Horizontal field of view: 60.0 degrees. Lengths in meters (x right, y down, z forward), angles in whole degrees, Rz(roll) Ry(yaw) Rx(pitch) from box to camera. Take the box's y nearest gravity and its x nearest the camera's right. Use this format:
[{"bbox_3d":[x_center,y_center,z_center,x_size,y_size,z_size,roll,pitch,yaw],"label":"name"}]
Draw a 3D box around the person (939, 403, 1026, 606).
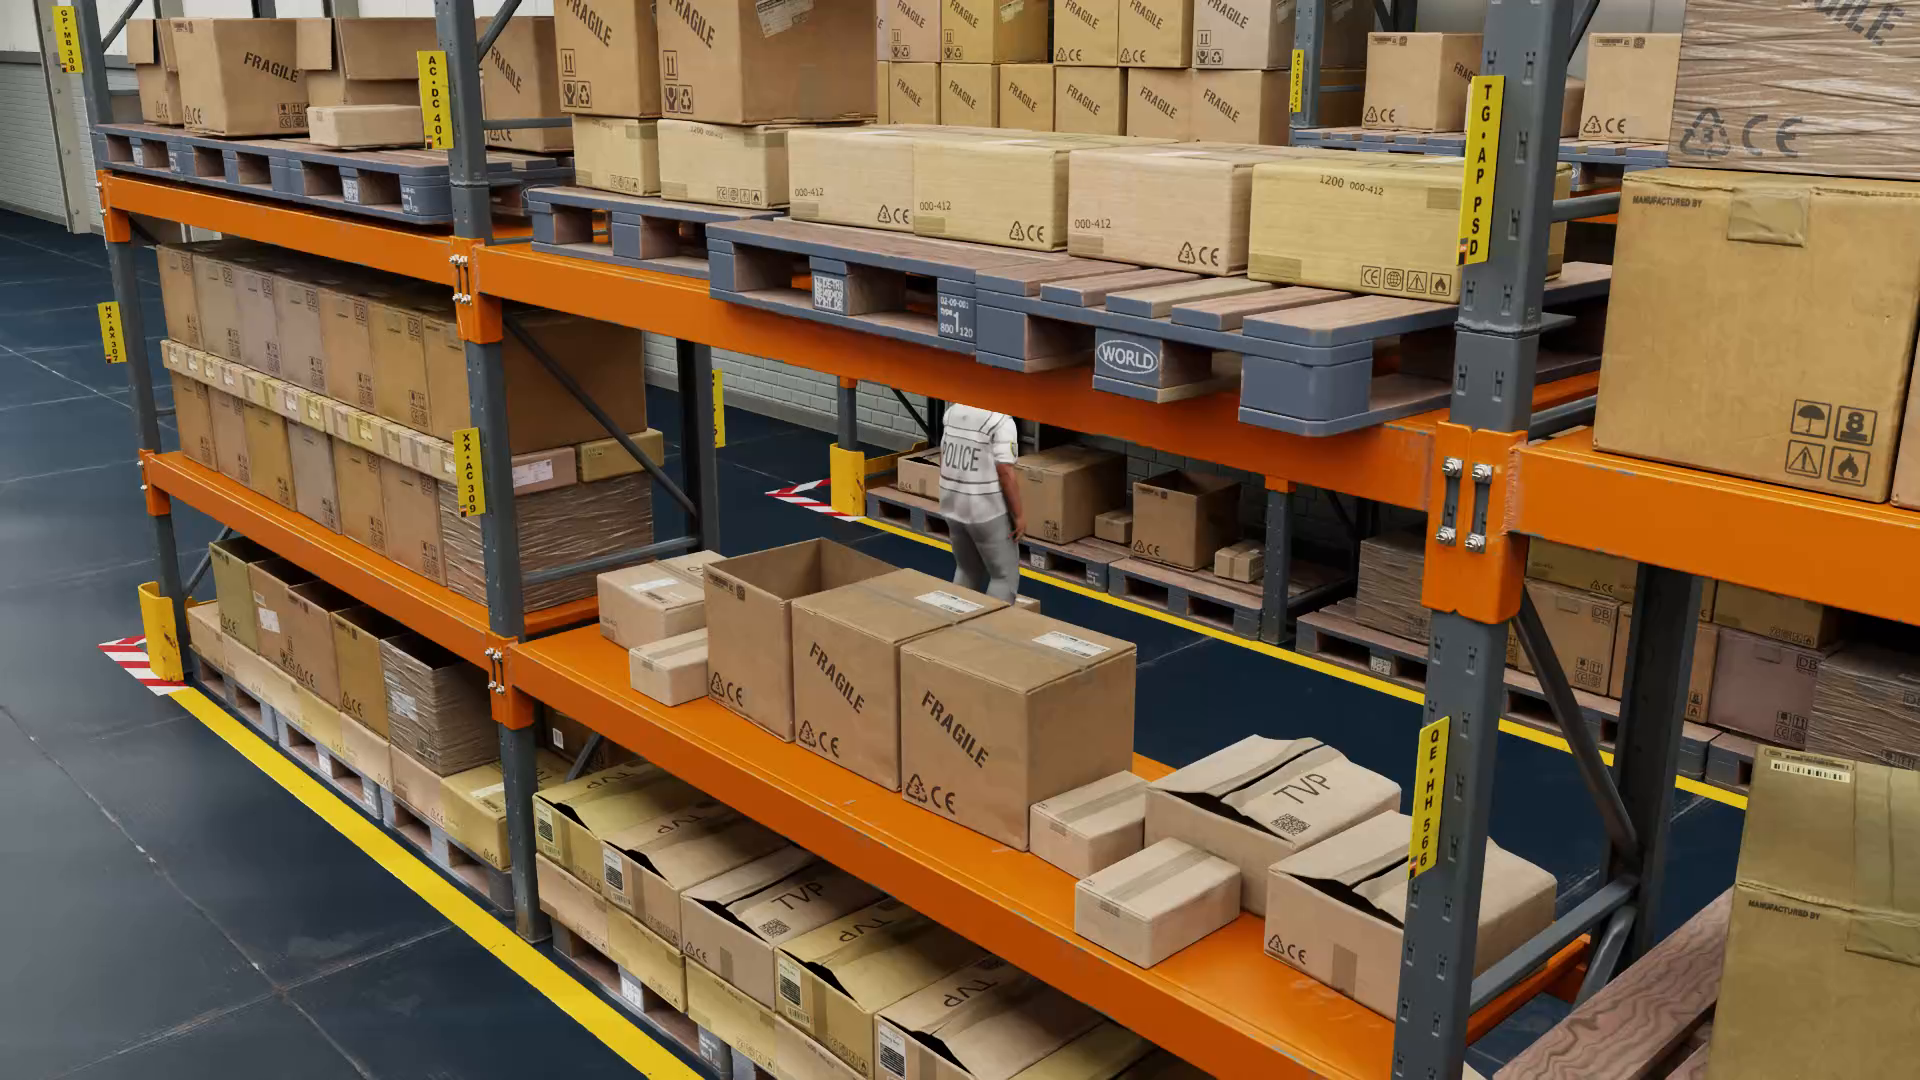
[{"bbox_3d":[0.119,-0.172,9.588,0.585,1.747,0.432,16,24,42],"label":"person"}]
